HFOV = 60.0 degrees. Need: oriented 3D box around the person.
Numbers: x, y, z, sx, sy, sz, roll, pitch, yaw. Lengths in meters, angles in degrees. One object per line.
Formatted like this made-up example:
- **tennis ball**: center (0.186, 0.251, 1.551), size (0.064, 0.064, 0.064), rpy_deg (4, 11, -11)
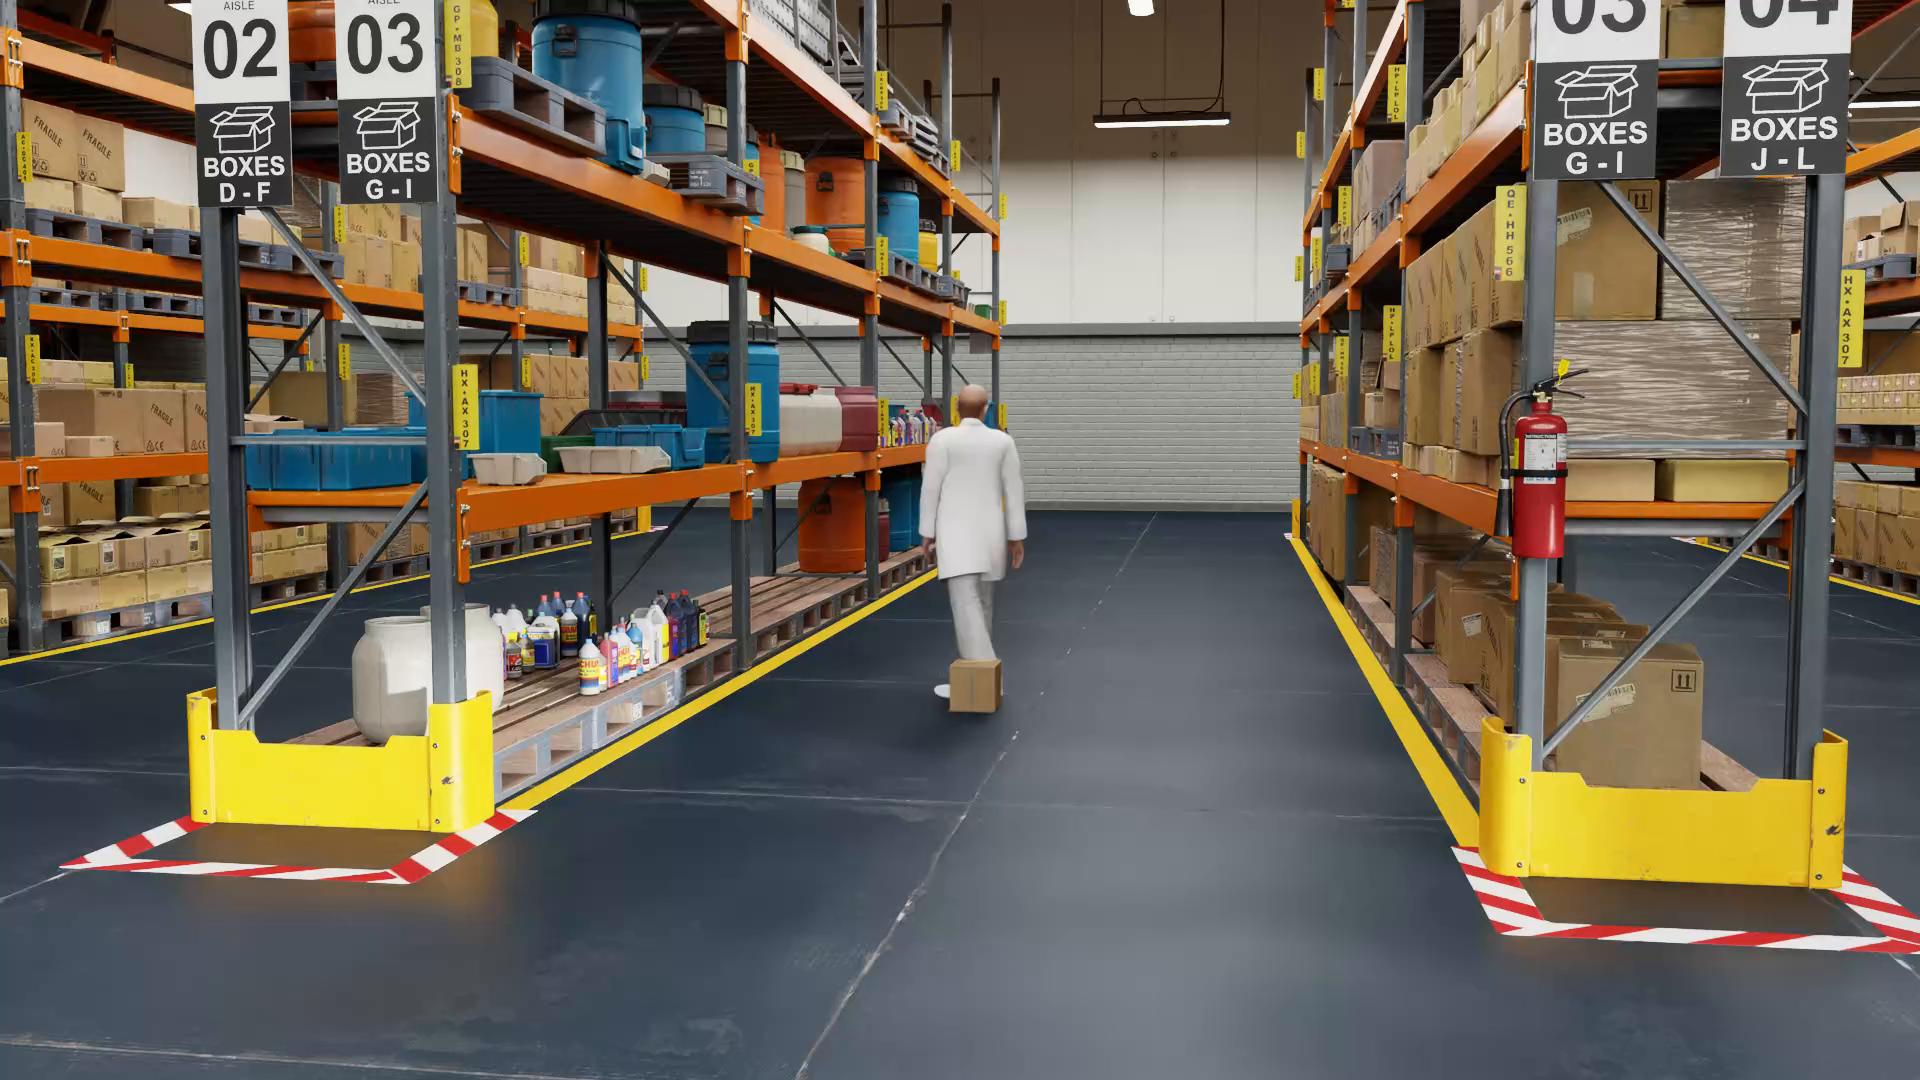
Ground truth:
- **person**: center (0.078, 0.003, 9.466), size (0.620, 1.775, 0.714), rpy_deg (-2, 5, -28)
